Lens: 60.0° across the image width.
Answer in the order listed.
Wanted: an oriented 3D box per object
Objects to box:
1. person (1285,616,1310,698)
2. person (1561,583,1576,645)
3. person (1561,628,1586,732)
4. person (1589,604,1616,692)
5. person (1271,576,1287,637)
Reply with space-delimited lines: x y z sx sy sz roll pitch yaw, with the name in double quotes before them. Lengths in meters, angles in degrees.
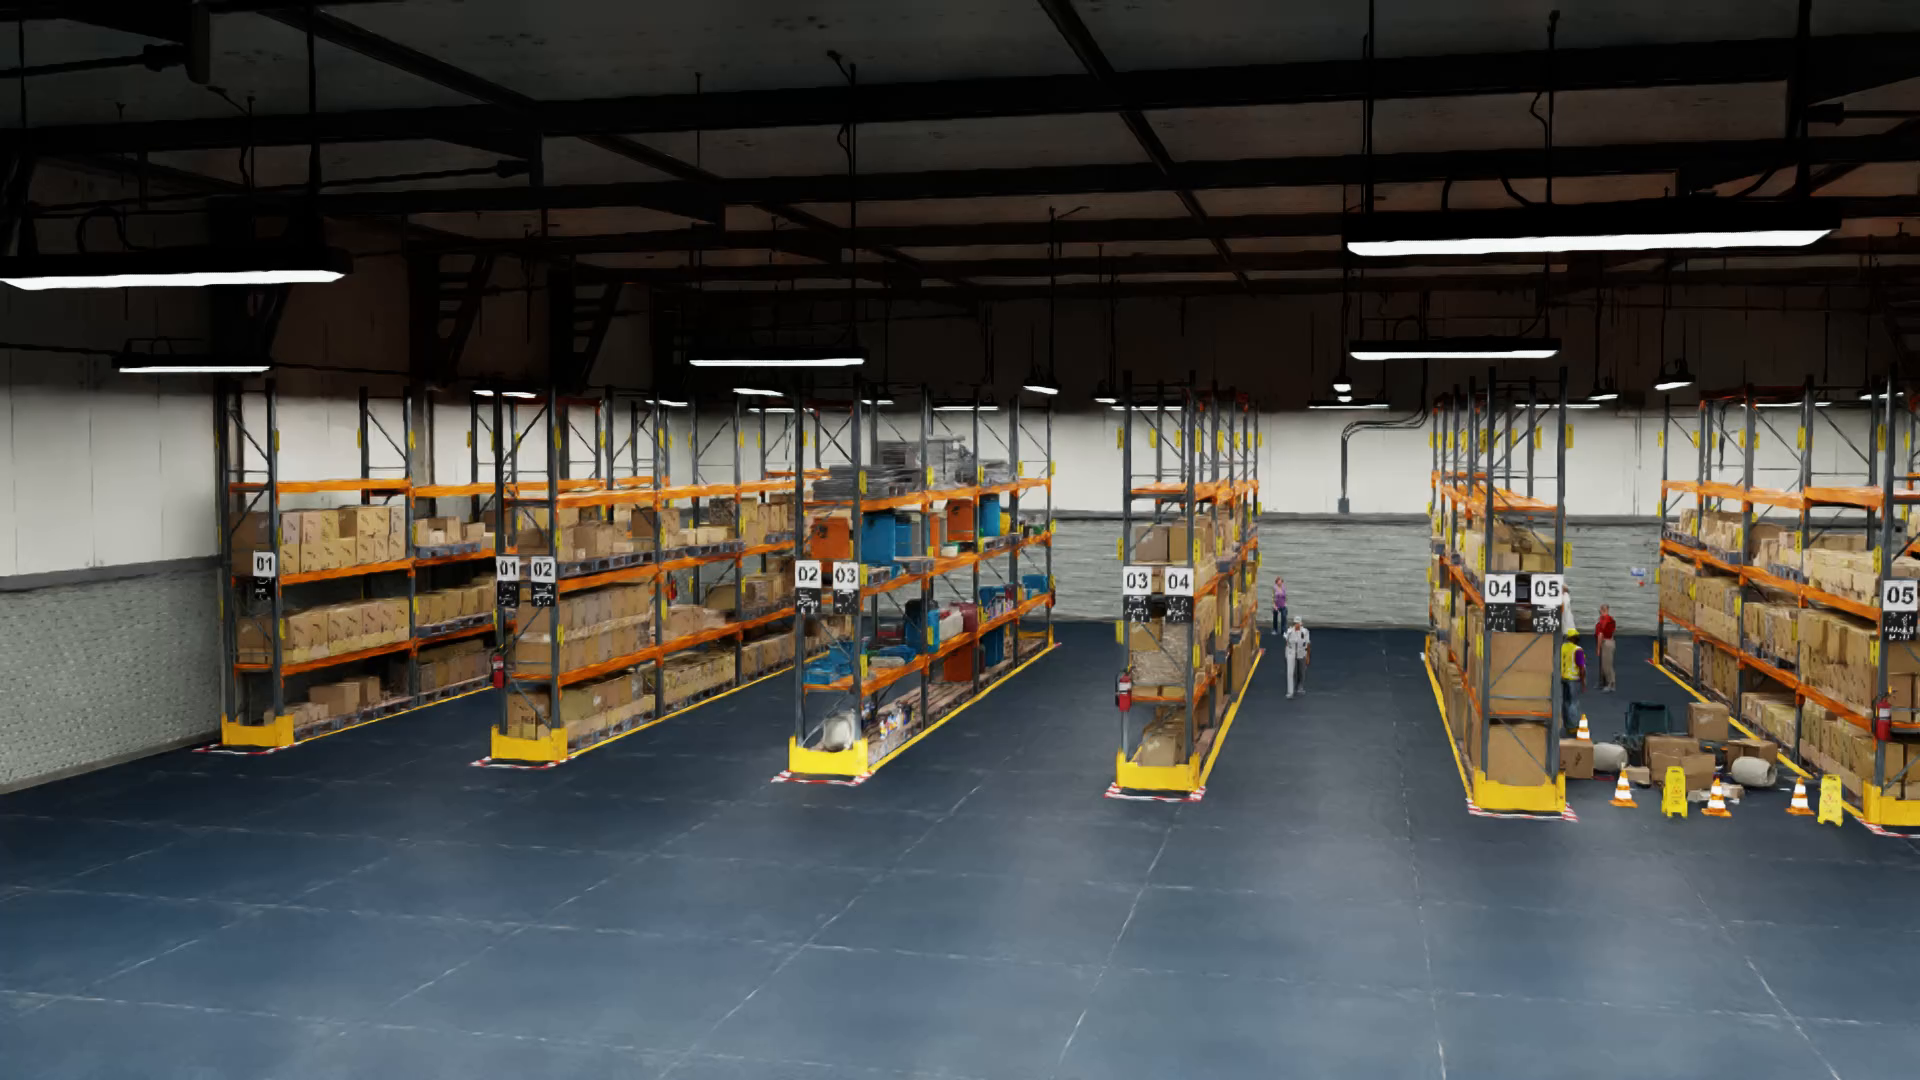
"person" 6.587 2.254 32.430 0.481 1.578 1.093 1 3 11
"person" 13.614 1.854 37.466 0.675 1.769 0.664 1 3 11
"person" 10.560 2.388 28.555 0.453 1.768 0.609 -1 4 -16
"person" 12.853 2.132 33.230 0.597 1.721 0.667 3 4 37
"person" 8.120 1.682 42.346 0.411 1.533 0.957 0 3 5
